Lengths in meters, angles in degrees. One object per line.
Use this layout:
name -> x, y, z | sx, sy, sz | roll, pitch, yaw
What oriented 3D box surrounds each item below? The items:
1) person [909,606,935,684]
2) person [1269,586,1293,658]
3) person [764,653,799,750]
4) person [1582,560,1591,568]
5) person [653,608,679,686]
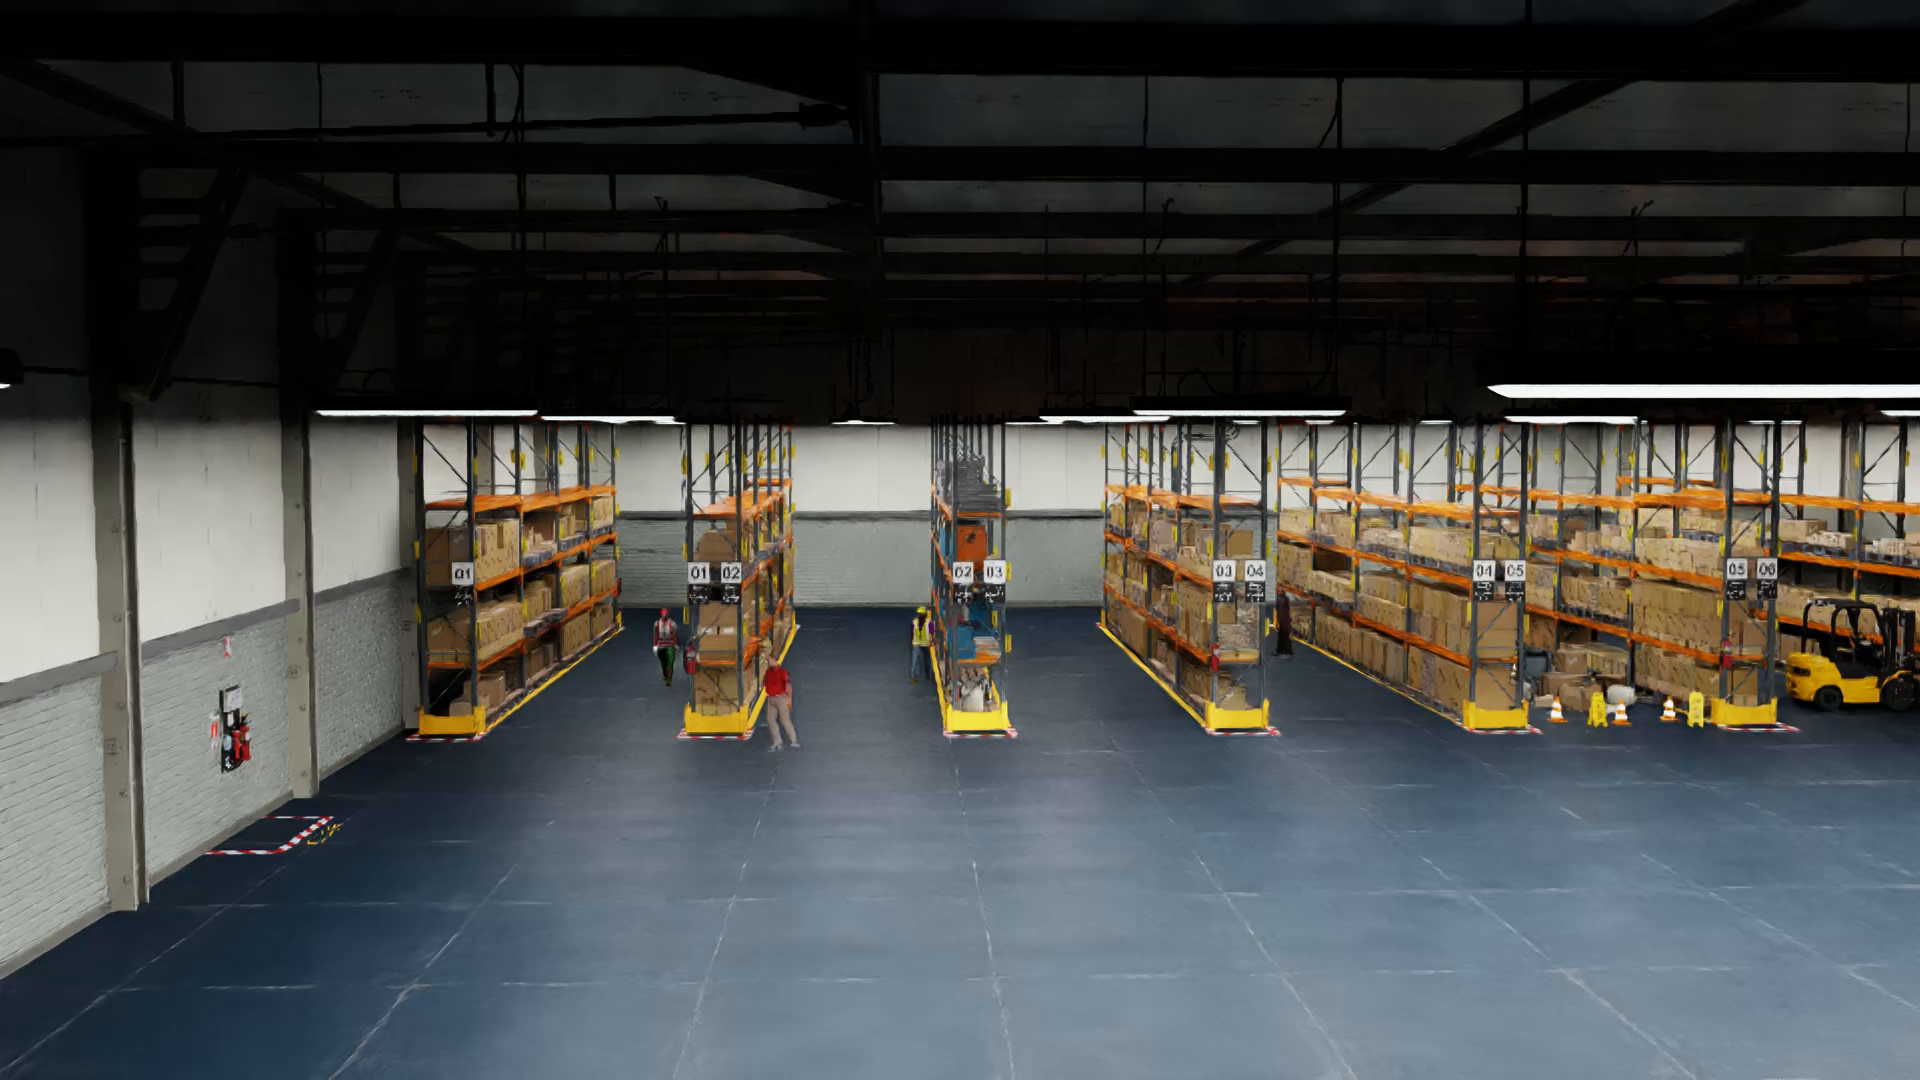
person -> -0.843, 2.331, 37.169 | 0.569, 1.708, 1.042 | 0, 4, 7
person -> 7.963, 2.013, 41.204 | 0.648, 1.773, 0.691 | 1, 4, 21
person -> -3.179, 2.859, 29.569 | 0.595, 1.708, 0.582 | 3, 5, 34
person -> 18.679, 1.484, 49.337 | 0.456, 1.752, 0.679 | -2, 4, -28
person -> -6.544, 2.343, 36.892 | 0.553, 1.709, 1.123 | 0, 4, 0
